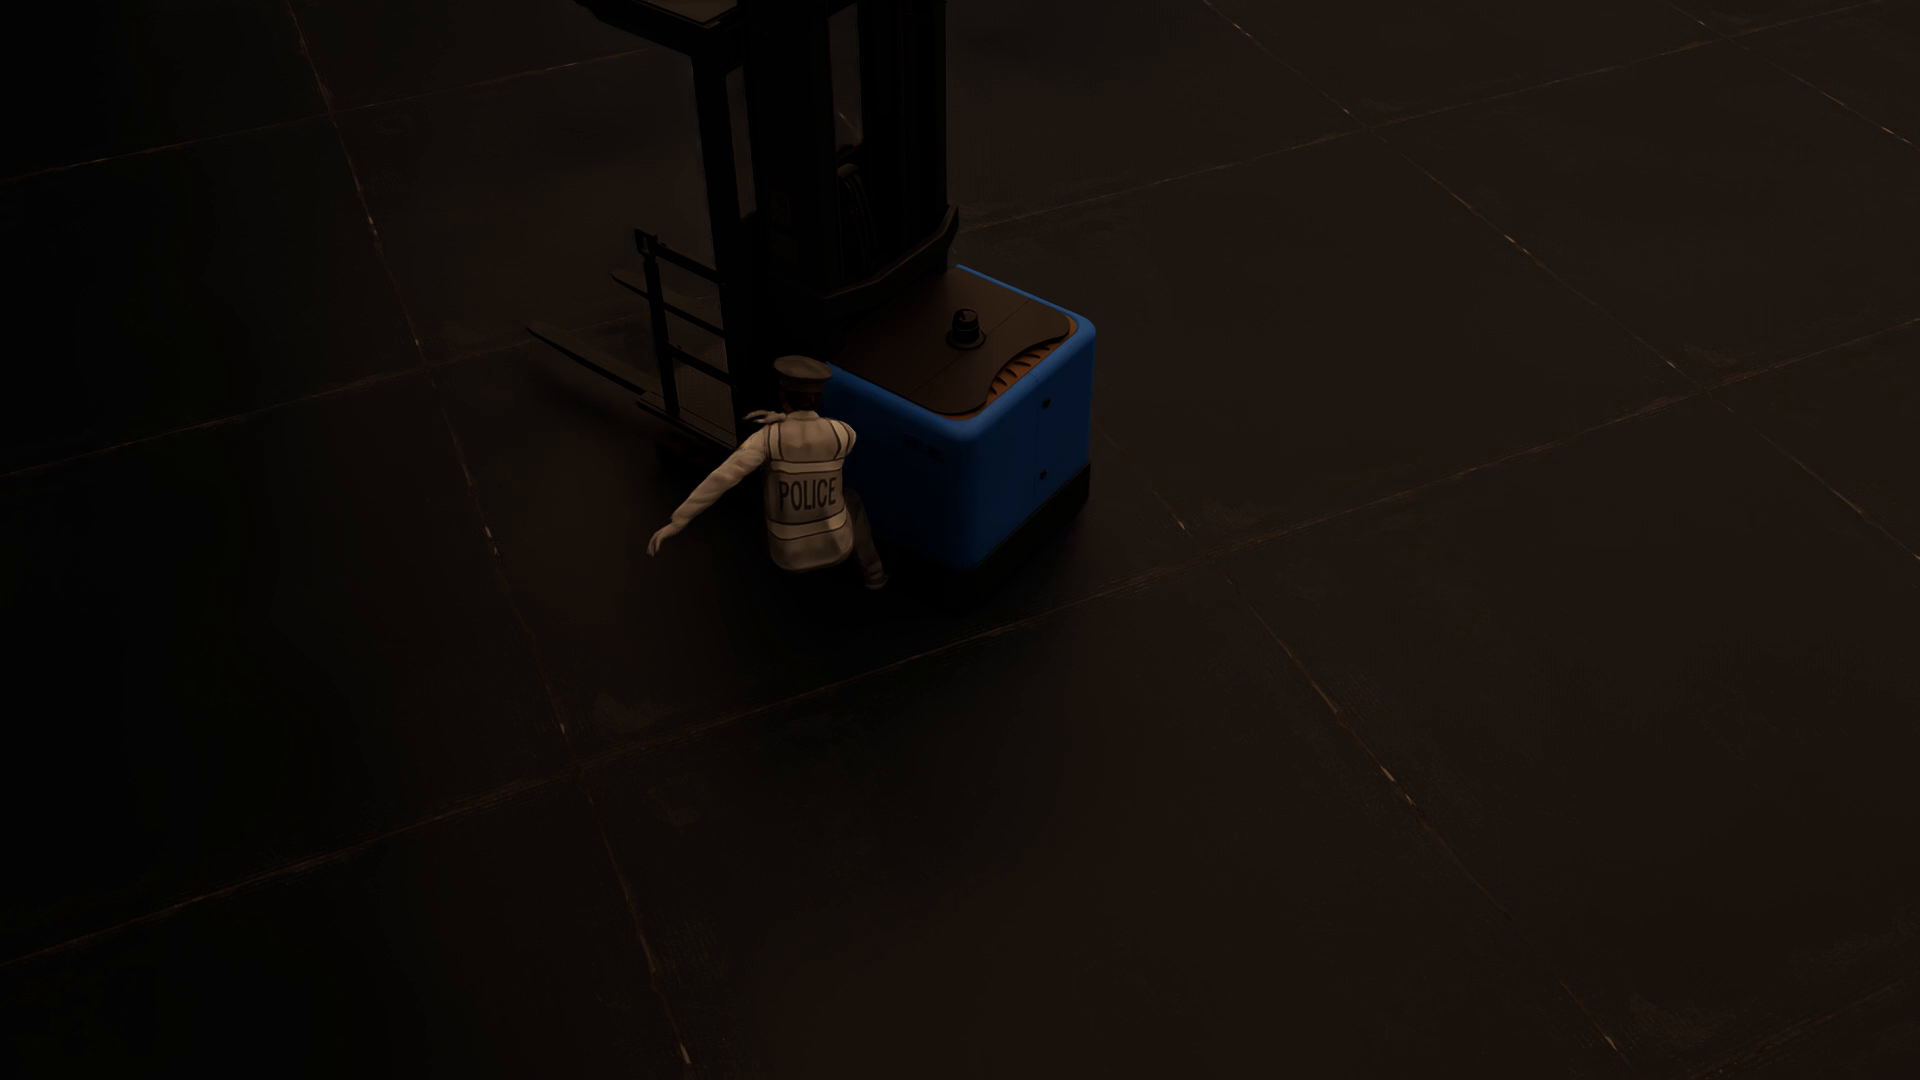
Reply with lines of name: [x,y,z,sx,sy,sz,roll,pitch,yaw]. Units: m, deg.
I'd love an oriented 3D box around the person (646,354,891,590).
person: [-0.798,-0.155,7.043,1.116,1.384,0.888,-11,44,-11]

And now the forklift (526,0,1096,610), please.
forklift: [-0.866,-1.587,7.381,3.031,2.935,1.130,27,49,26]
